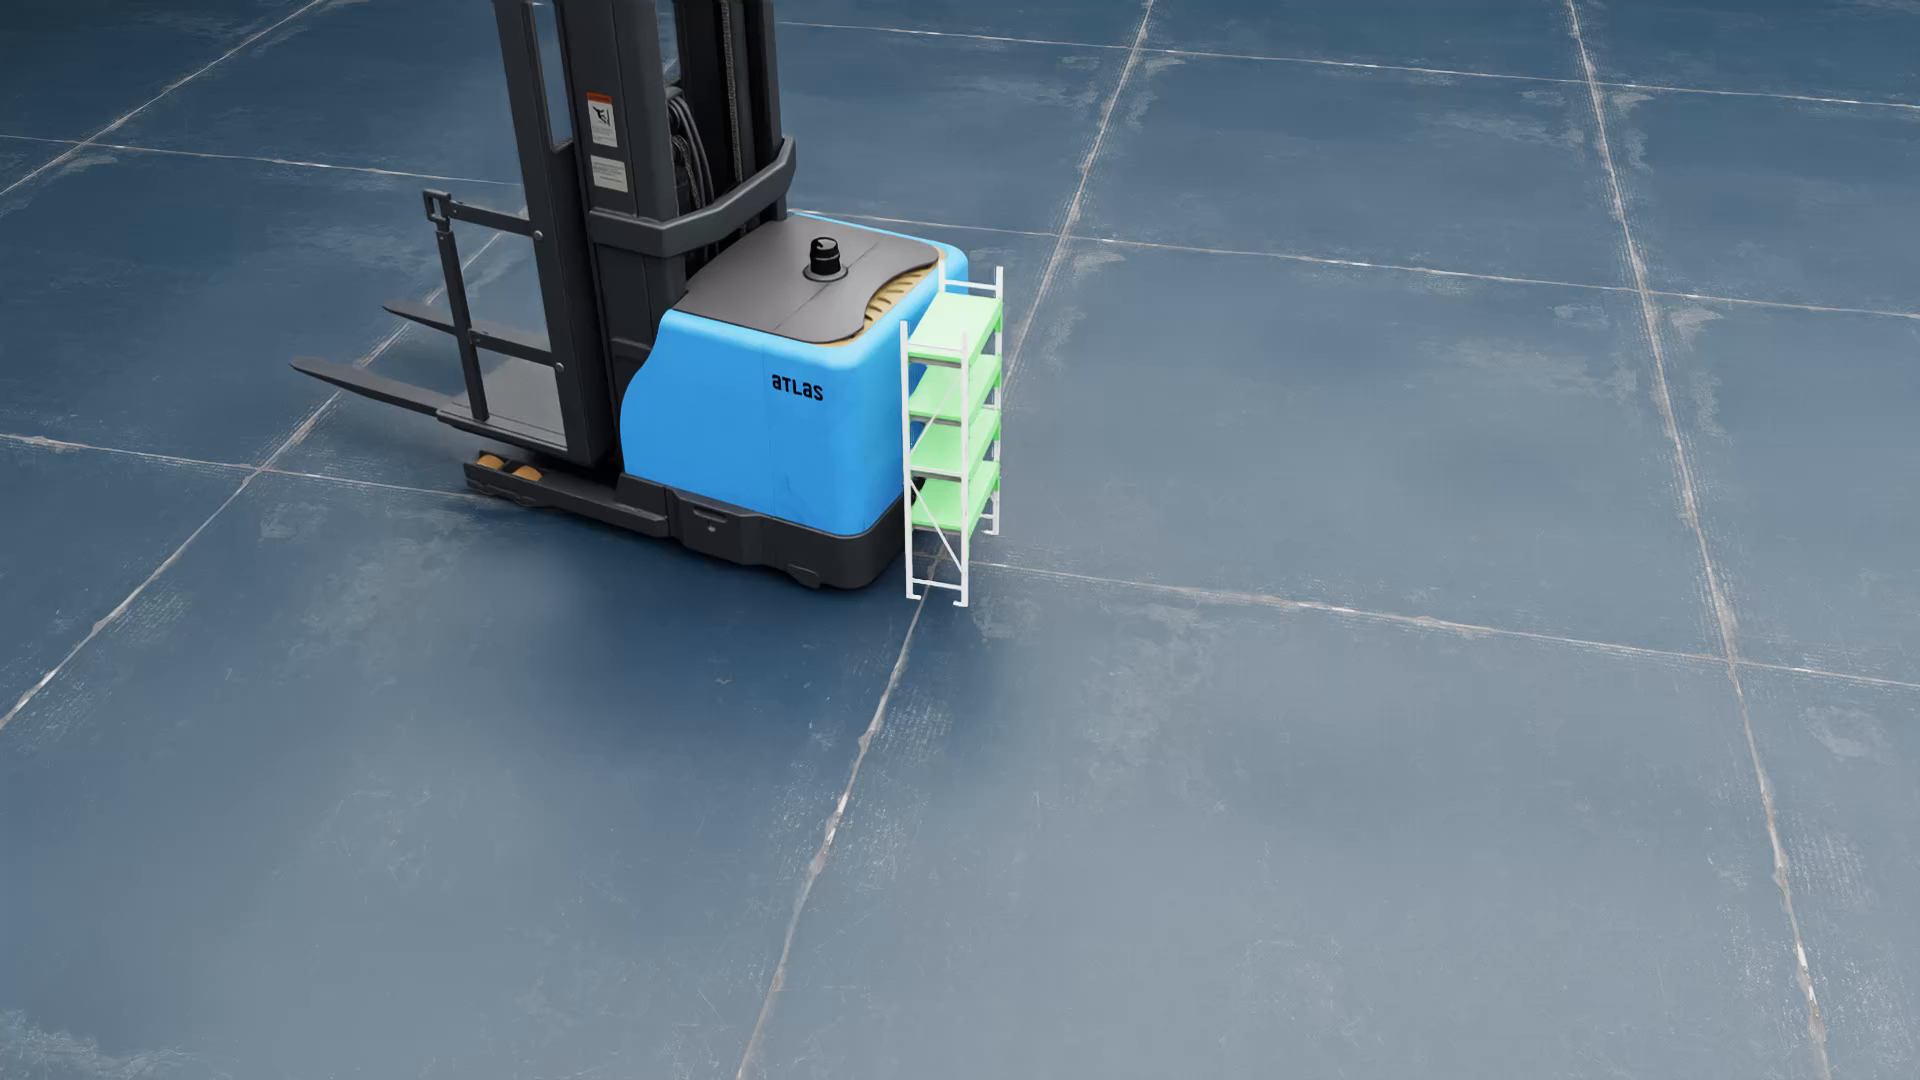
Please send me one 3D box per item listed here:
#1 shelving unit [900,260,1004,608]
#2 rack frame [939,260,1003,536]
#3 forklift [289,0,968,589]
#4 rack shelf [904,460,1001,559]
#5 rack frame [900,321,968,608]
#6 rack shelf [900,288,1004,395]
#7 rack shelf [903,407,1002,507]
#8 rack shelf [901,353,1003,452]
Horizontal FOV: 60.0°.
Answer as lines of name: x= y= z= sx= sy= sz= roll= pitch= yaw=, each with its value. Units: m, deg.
shelving unit: x=-0.025 y=-0.387 z=6.262 sx=0.258 sy=1.200 sz=0.503 roll=9 pitch=37 yaw=12
rack frame: x=0.039 y=-0.525 z=6.453 sx=0.240 sy=1.200 sz=0.015 roll=9 pitch=37 yaw=12
forklift: x=-1.509 y=-1.587 z=6.441 sx=3.031 sy=2.935 sz=1.130 roll=16 pitch=39 yaw=21
rack shelf: x=-0.025 y=-0.141 z=6.440 sx=0.258 sy=0.148 sz=0.480 roll=9 pitch=37 yaw=12
rack frame: x=-0.089 y=-0.249 z=6.071 sx=0.240 sy=1.200 sz=0.015 roll=9 pitch=37 yaw=12
rack shelf: x=-0.025 y=-0.724 z=6.018 sx=0.258 sy=0.148 sz=0.480 roll=9 pitch=37 yaw=12
rack shelf: x=-0.025 y=-0.335 z=6.299 sx=0.258 sy=0.148 sz=0.480 roll=9 pitch=37 yaw=12
rack shelf: x=-0.025 y=-0.530 z=6.159 sx=0.258 sy=0.148 sz=0.480 roll=9 pitch=37 yaw=12
